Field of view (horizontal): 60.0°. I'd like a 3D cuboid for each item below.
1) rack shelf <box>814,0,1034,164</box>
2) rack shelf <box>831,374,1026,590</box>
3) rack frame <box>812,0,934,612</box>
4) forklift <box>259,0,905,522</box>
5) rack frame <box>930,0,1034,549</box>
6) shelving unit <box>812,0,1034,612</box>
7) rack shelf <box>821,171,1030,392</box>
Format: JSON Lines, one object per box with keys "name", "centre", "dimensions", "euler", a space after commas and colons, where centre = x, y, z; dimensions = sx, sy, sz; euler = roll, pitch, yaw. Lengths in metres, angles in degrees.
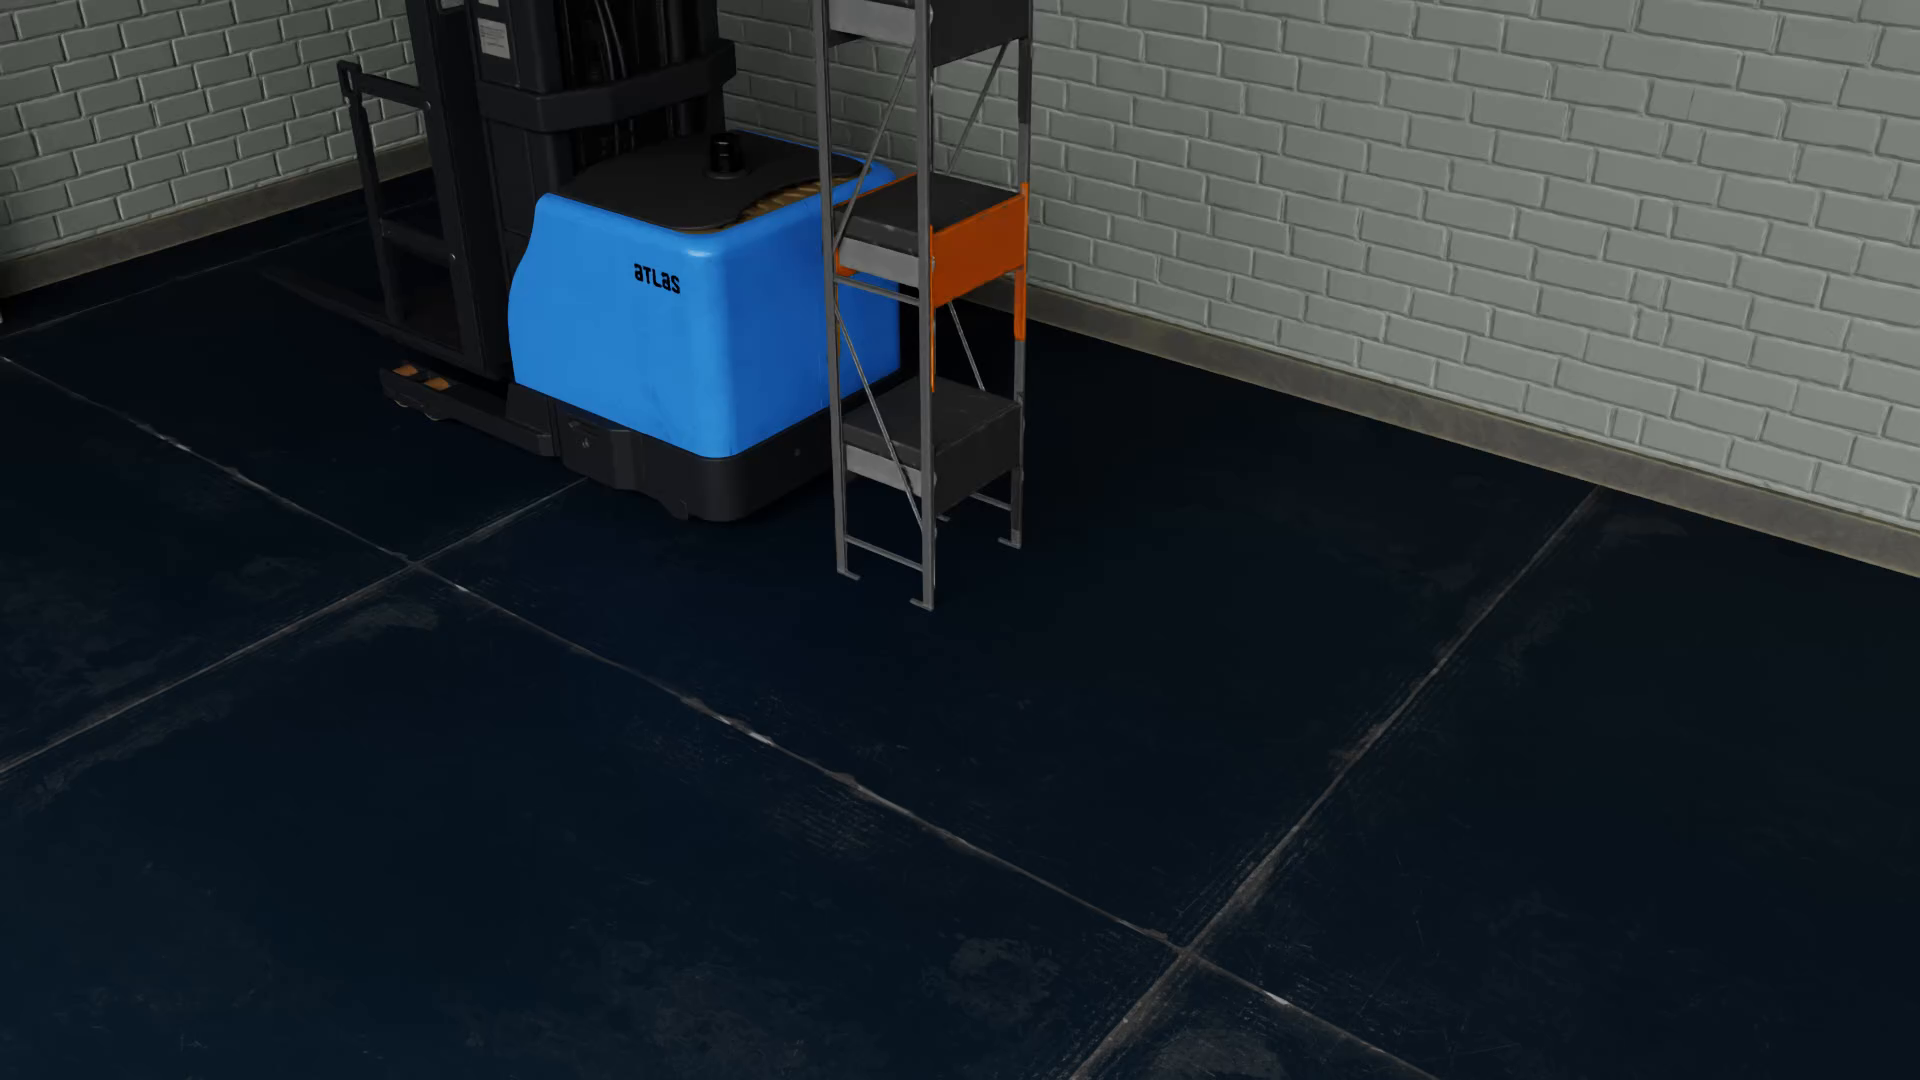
{"name": "rack shelf", "centre": [-0.100, -1.426, 4.751], "dimensions": [0.431, 0.518, 0.480], "euler": [21, 37, 31]}
{"name": "rack shelf", "centre": [-0.100, -0.222, 5.465], "dimensions": [0.431, 0.518, 0.480], "euler": [21, 37, 31]}
{"name": "rack frame", "centre": [-0.247, -0.737, 4.934], "dimensions": [0.400, 2.100, 0.015], "euler": [21, 37, 31]}
{"name": "forklift", "centre": [-1.684, -1.921, 6.117], "dimensions": [3.031, 2.935, 1.130], "euler": [21, 37, 32]}
{"name": "rack frame", "centre": [0.047, -0.935, 5.269], "dimensions": [0.400, 2.100, 0.015], "euler": [21, 37, 31]}
{"name": "shelving unit", "centre": [-0.100, -0.836, 5.101], "dimensions": [0.431, 2.100, 0.503], "euler": [21, 37, 31]}
{"name": "rack shelf", "centre": [-0.100, -0.824, 5.108], "dimensions": [0.431, 0.518, 0.480], "euler": [21, 37, 31]}
